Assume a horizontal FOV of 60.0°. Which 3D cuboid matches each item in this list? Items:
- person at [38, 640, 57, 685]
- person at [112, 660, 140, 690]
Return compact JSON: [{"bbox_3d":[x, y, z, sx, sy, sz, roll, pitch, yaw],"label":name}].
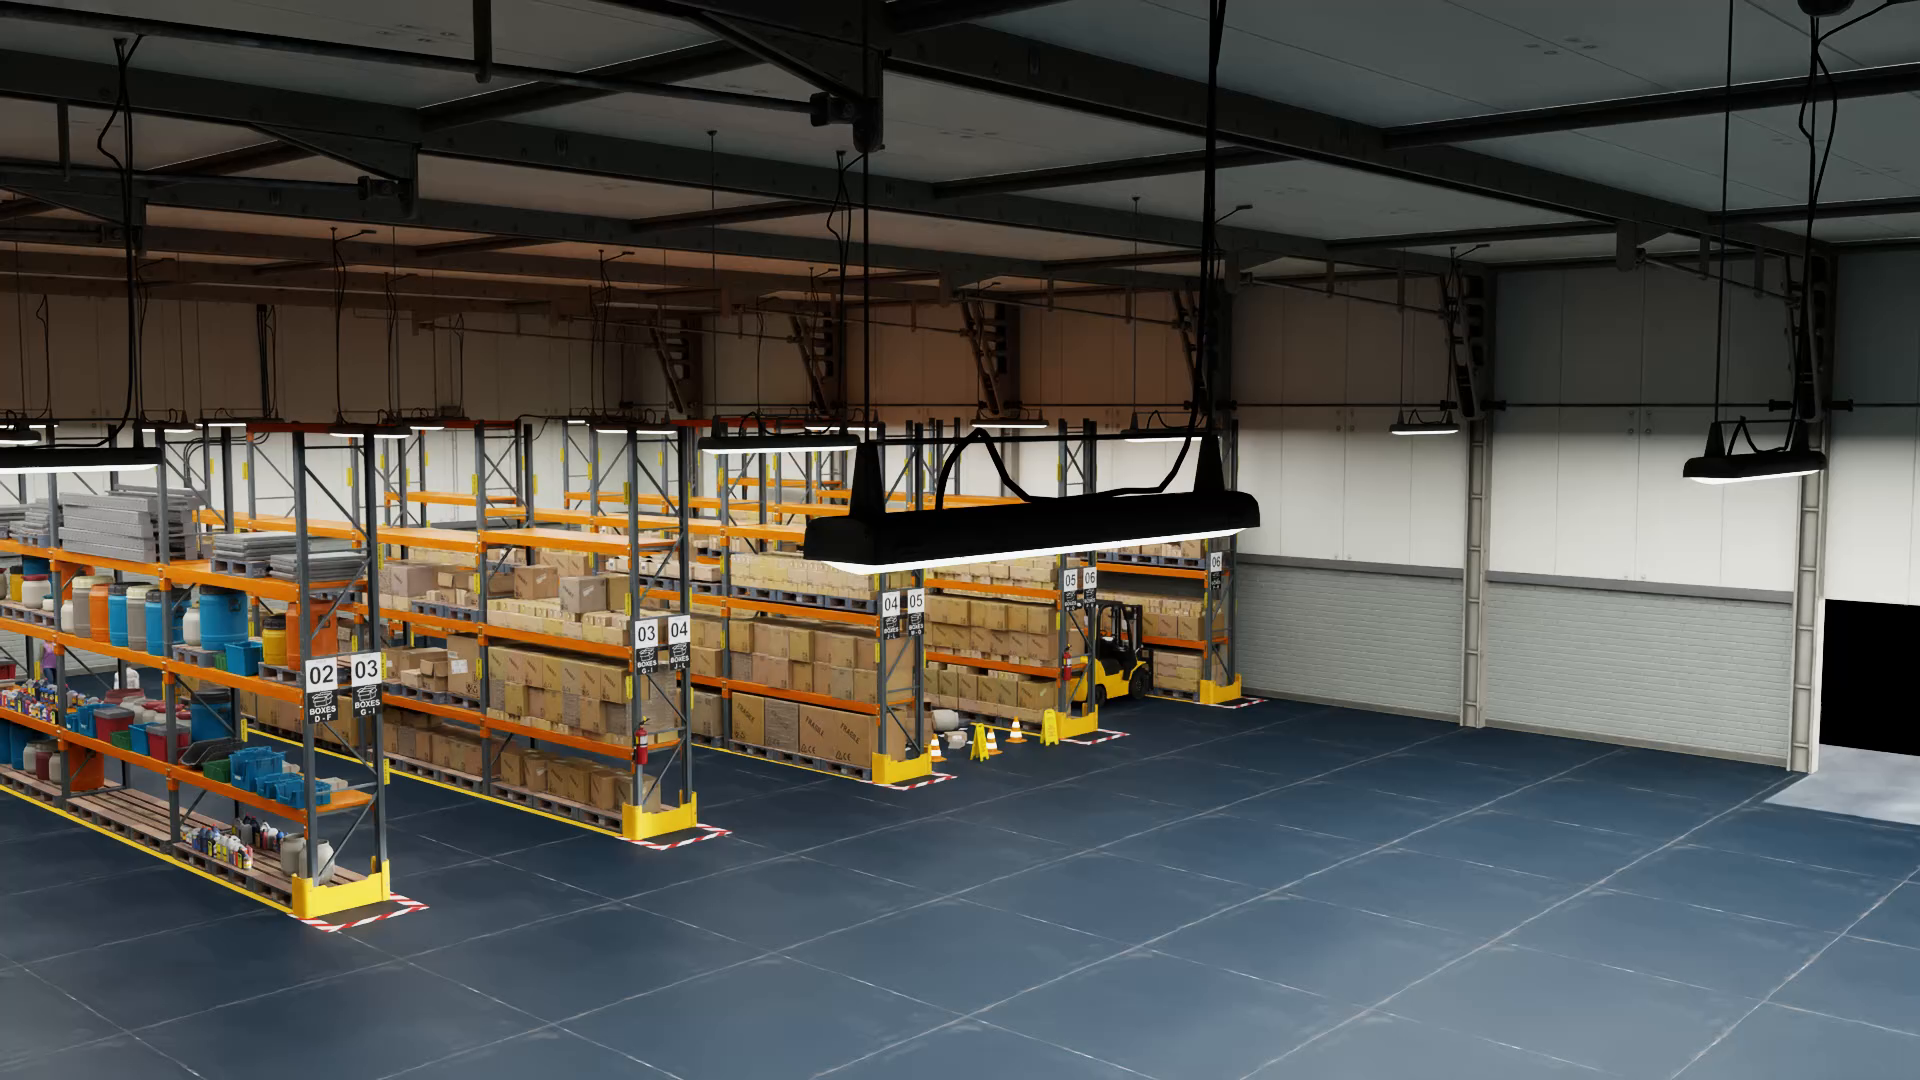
[{"bbox_3d":[-19.120,2.680,34.973,0.972,1.540,0.451,4,6,40],"label":"person"},{"bbox_3d":[-15.443,2.971,30.782,0.405,1.676,0.523,4,6,37],"label":"person"}]
